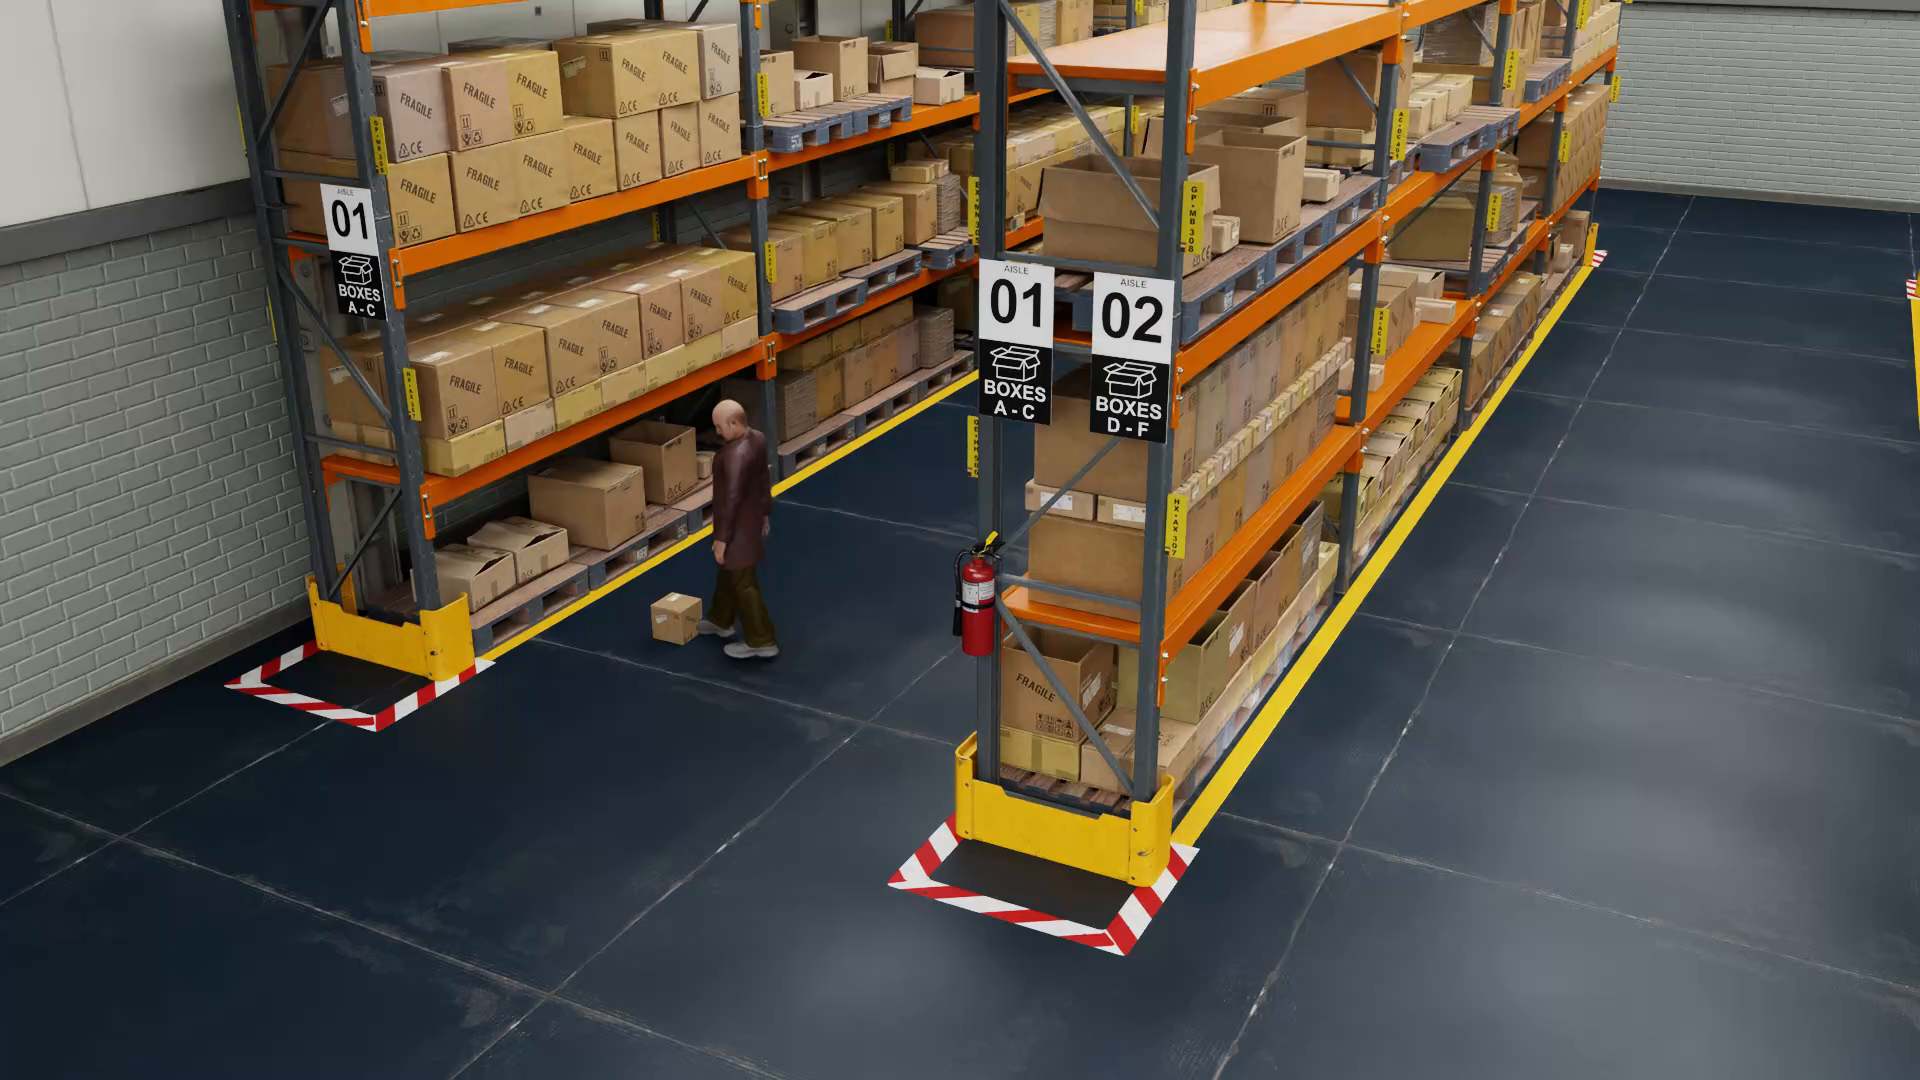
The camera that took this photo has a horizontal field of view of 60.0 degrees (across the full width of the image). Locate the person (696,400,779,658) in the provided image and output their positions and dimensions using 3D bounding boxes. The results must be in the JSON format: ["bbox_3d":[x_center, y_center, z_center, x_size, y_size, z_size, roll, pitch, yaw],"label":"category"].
[{"bbox_3d":[-1.560,-0.087,10.949,0.739,1.764,0.631,4,23,11],"label":"person"}]
